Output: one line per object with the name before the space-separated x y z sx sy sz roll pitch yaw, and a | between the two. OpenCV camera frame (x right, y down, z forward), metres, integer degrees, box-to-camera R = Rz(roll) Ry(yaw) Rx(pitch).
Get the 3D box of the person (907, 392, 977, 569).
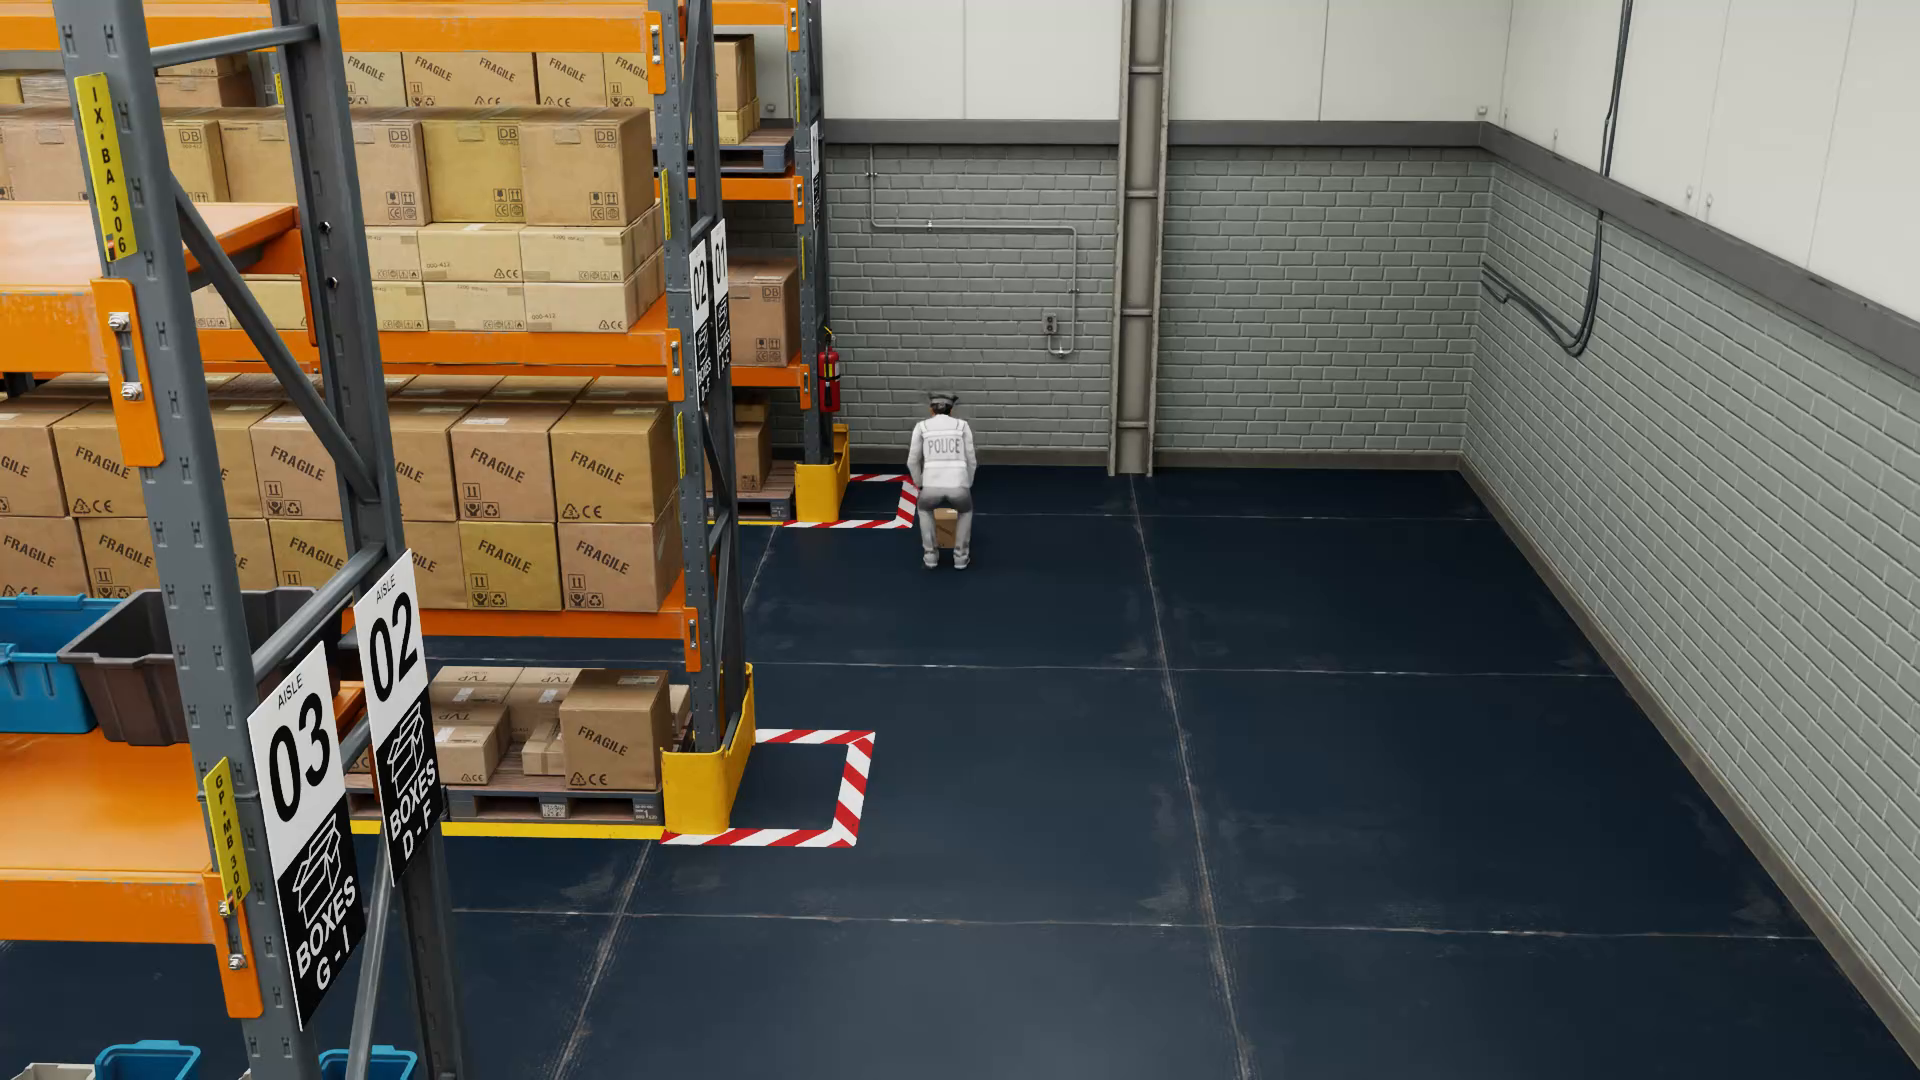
person | -0.141 -0.450 12.751 0.534 1.320 0.739 1 21 2
